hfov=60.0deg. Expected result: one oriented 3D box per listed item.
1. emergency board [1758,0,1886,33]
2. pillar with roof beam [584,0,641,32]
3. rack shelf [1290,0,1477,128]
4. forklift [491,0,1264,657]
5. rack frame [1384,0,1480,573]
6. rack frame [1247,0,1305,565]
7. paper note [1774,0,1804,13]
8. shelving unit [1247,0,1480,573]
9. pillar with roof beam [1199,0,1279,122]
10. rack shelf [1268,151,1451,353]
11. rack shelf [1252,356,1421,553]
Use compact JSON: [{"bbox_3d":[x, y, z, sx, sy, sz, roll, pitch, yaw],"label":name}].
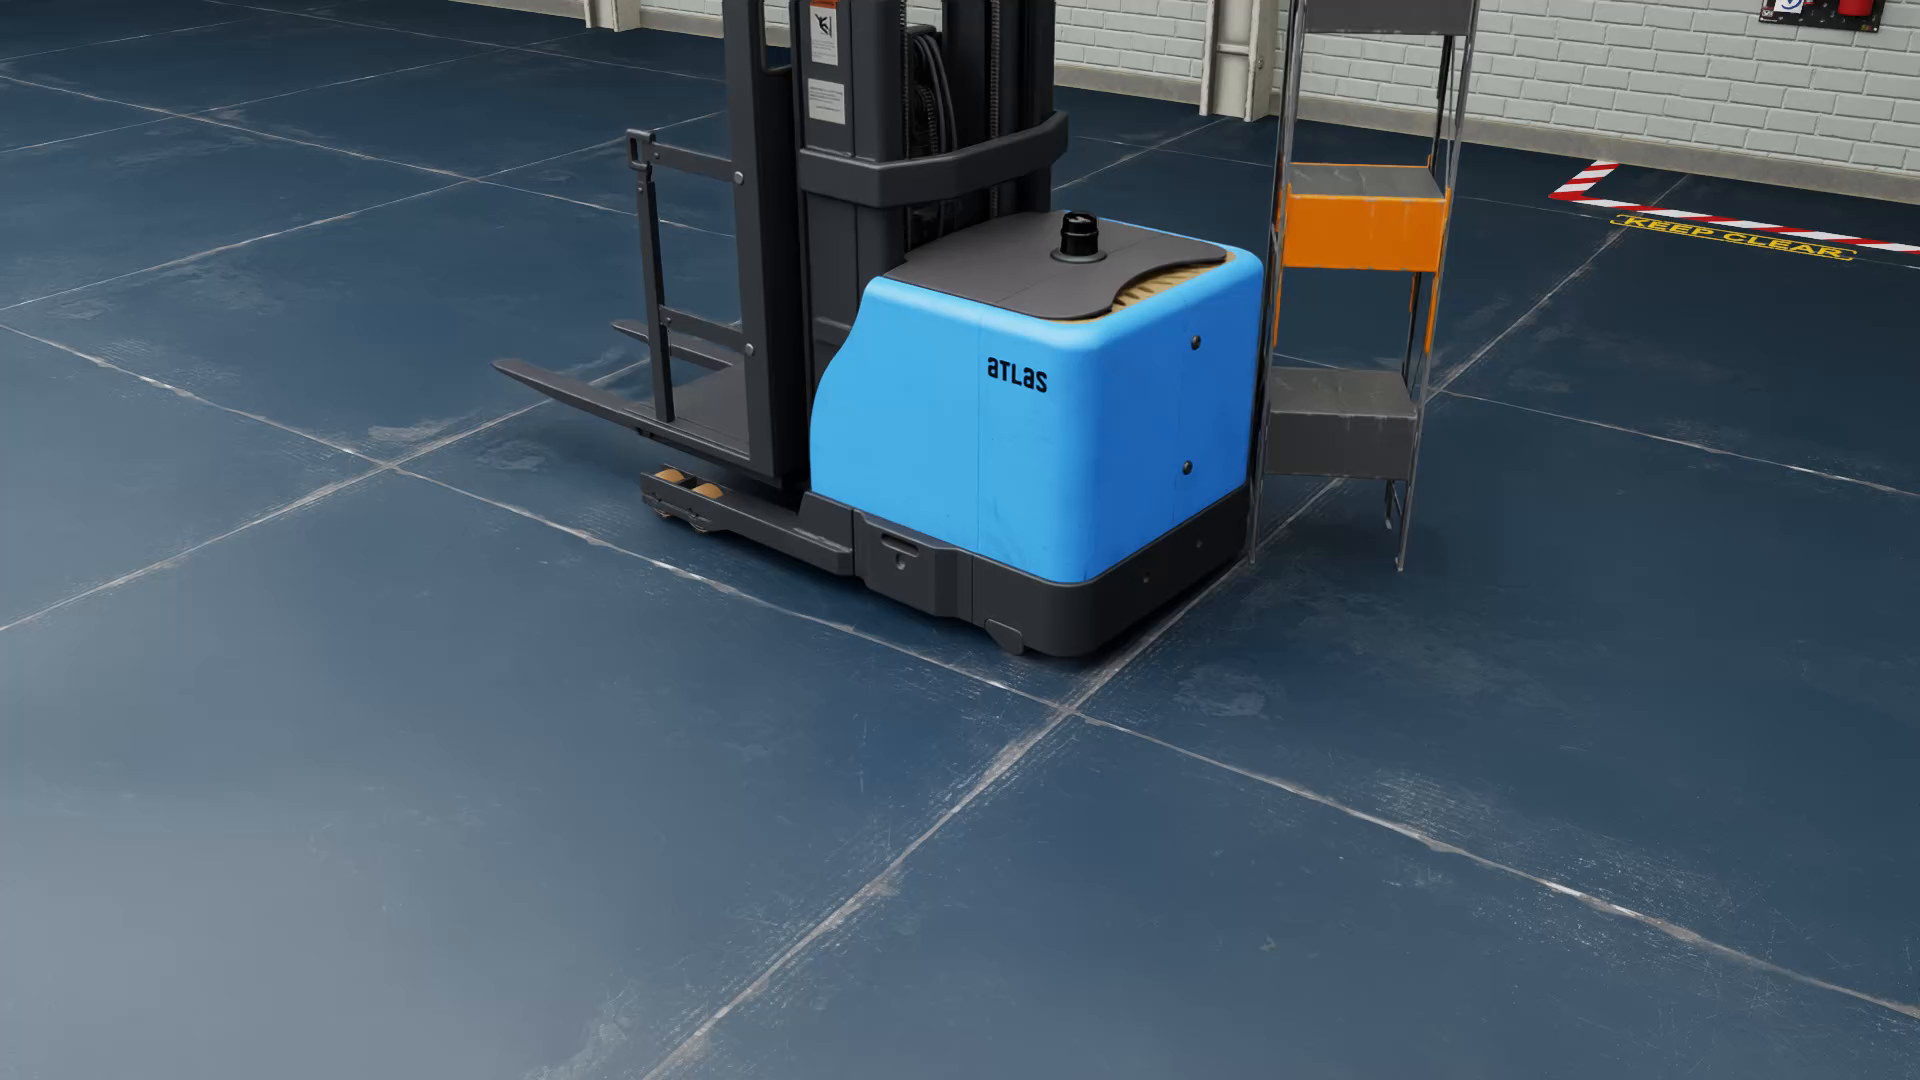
[{"bbox_3d":[4.842,-3.410,9.143,0.643,1.169,0.194,17,32,30],"label":"emergency board"},{"bbox_3d":[-5.472,-6.907,9.400,0.400,9.000,9.100,17,32,30],"label":"pillar with roof beam"},{"bbox_3d":[1.245,-1.541,4.950,0.480,0.518,0.431,3,27,6],"label":"rack shelf"},{"bbox_3d":[-0.502,-1.497,5.460,3.031,2.935,1.130,21,33,35],"label":"forklift"},{"bbox_3d":[1.488,-0.917,5.237,0.015,2.100,0.400,3,27,6],"label":"rack frame"},{"bbox_3d":[1.003,-0.942,5.286,0.015,2.100,0.400,3,27,6],"label":"rack frame"},{"bbox_3d":[4.735,-3.089,9.483,0.142,0.148,0.016,17,32,30],"label":"paper note"},{"bbox_3d":[1.245,-0.930,5.261,0.503,2.100,0.431,3,27,6],"label":"shelving unit"},{"bbox_3d":[-0.526,-5.366,6.372,0.400,9.000,9.100,17,32,30],"label":"pillar with roof beam"},{"bbox_3d":[1.245,-0.917,5.268,0.480,0.518,0.431,3,27,6],"label":"rack shelf"},{"bbox_3d":[1.245,-0.294,5.585,0.480,0.518,0.431,3,27,6],"label":"rack shelf"}]
